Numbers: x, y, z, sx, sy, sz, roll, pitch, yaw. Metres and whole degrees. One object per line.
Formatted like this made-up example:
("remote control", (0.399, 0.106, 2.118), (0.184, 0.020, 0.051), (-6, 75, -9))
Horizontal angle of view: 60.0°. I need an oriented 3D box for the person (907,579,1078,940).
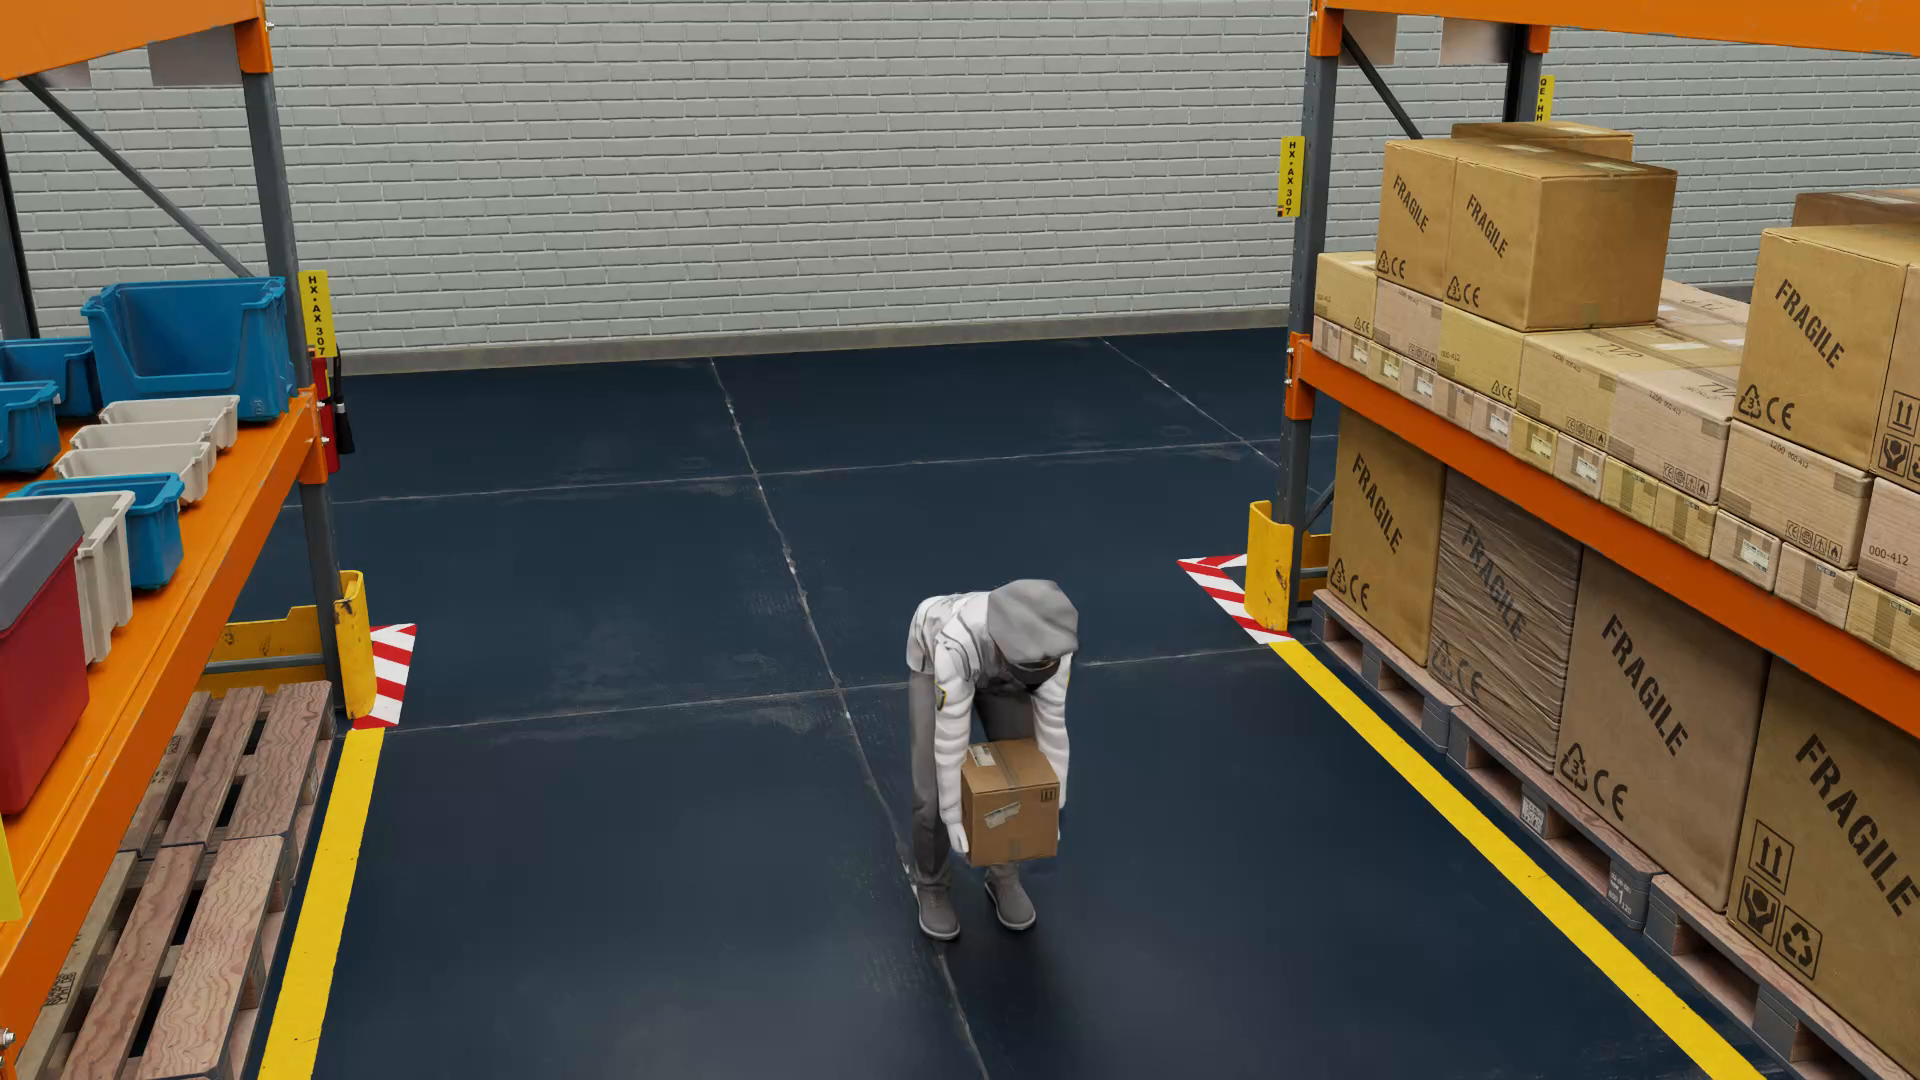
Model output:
("person", (0.101, 0.643, 4.836), (0.410, 1.294, 0.887), (-5, 20, -14))
